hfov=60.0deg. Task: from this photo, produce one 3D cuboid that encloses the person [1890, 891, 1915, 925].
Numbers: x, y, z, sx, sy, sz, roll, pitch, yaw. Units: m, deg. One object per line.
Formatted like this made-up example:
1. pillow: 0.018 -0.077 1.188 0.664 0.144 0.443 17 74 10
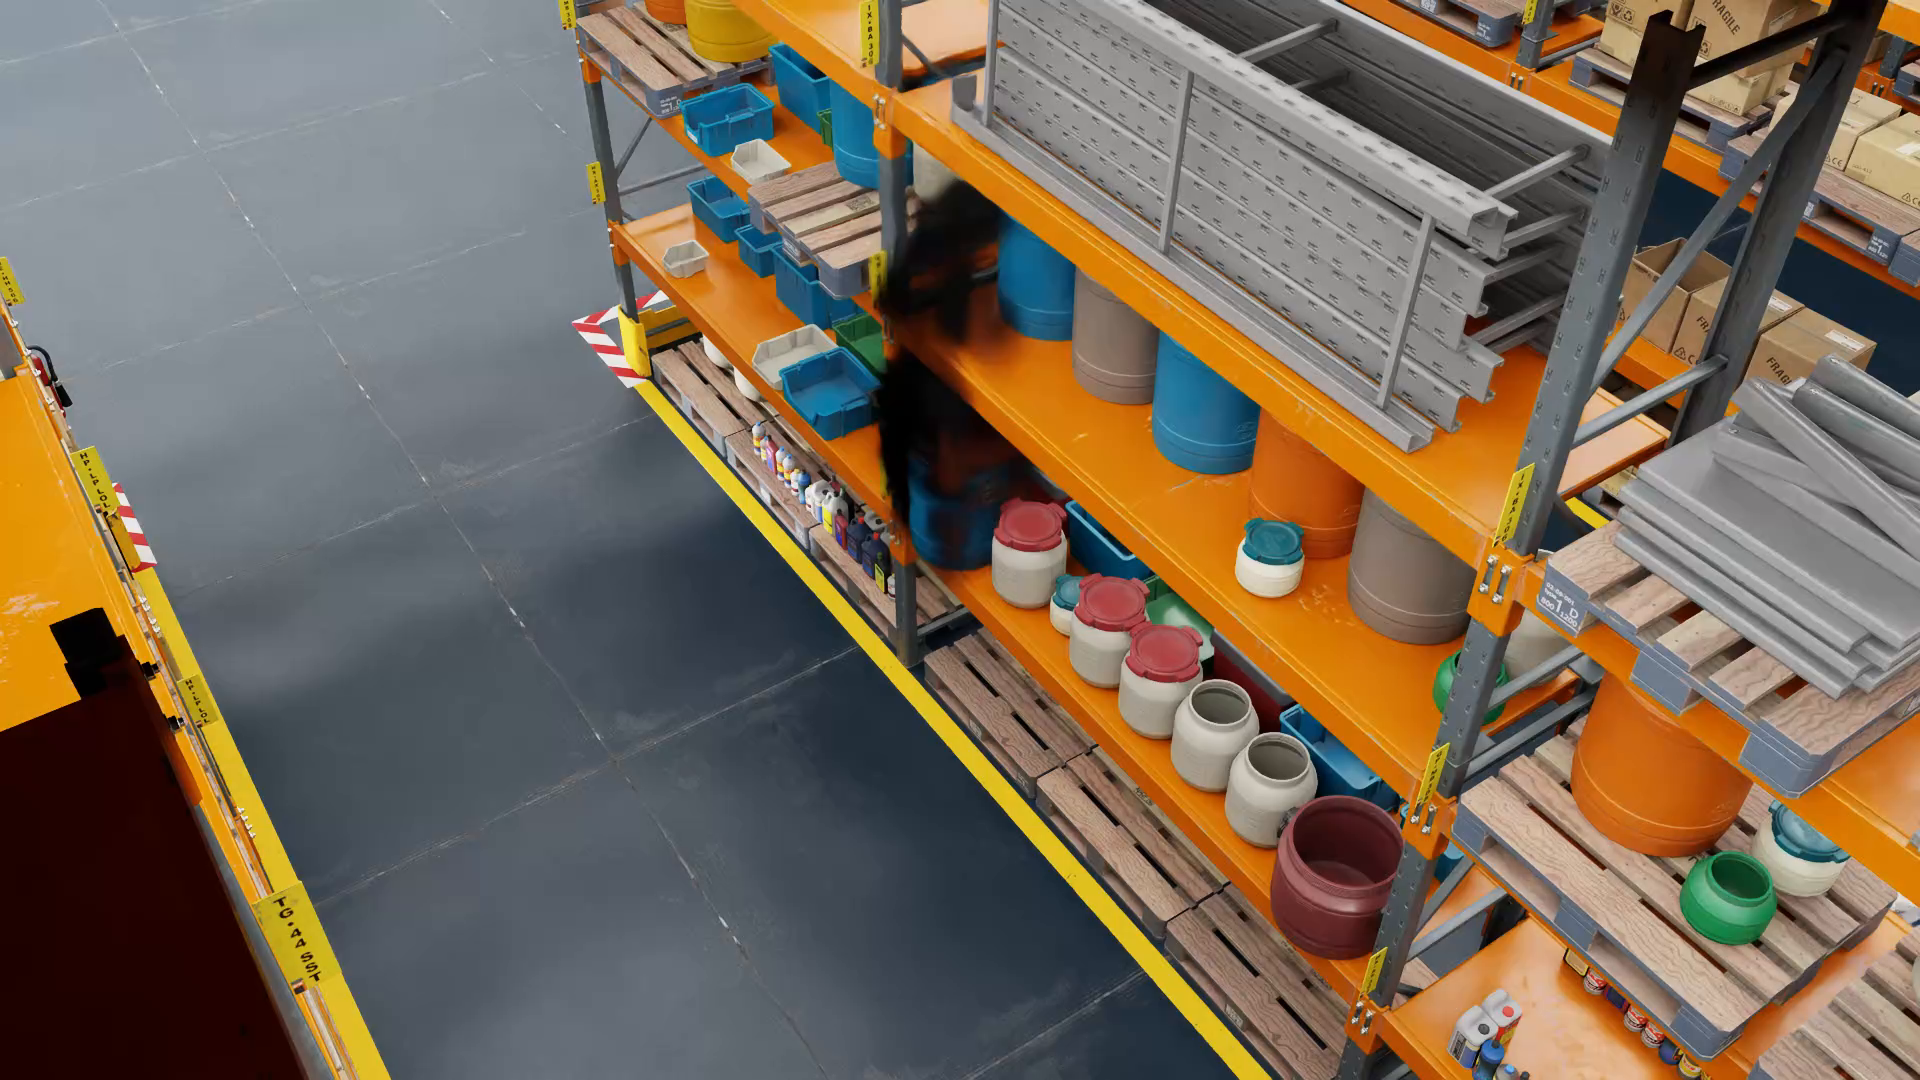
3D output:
1. person: 4.831 1.850 8.523 0.625 1.660 0.767 -32 51 -30
